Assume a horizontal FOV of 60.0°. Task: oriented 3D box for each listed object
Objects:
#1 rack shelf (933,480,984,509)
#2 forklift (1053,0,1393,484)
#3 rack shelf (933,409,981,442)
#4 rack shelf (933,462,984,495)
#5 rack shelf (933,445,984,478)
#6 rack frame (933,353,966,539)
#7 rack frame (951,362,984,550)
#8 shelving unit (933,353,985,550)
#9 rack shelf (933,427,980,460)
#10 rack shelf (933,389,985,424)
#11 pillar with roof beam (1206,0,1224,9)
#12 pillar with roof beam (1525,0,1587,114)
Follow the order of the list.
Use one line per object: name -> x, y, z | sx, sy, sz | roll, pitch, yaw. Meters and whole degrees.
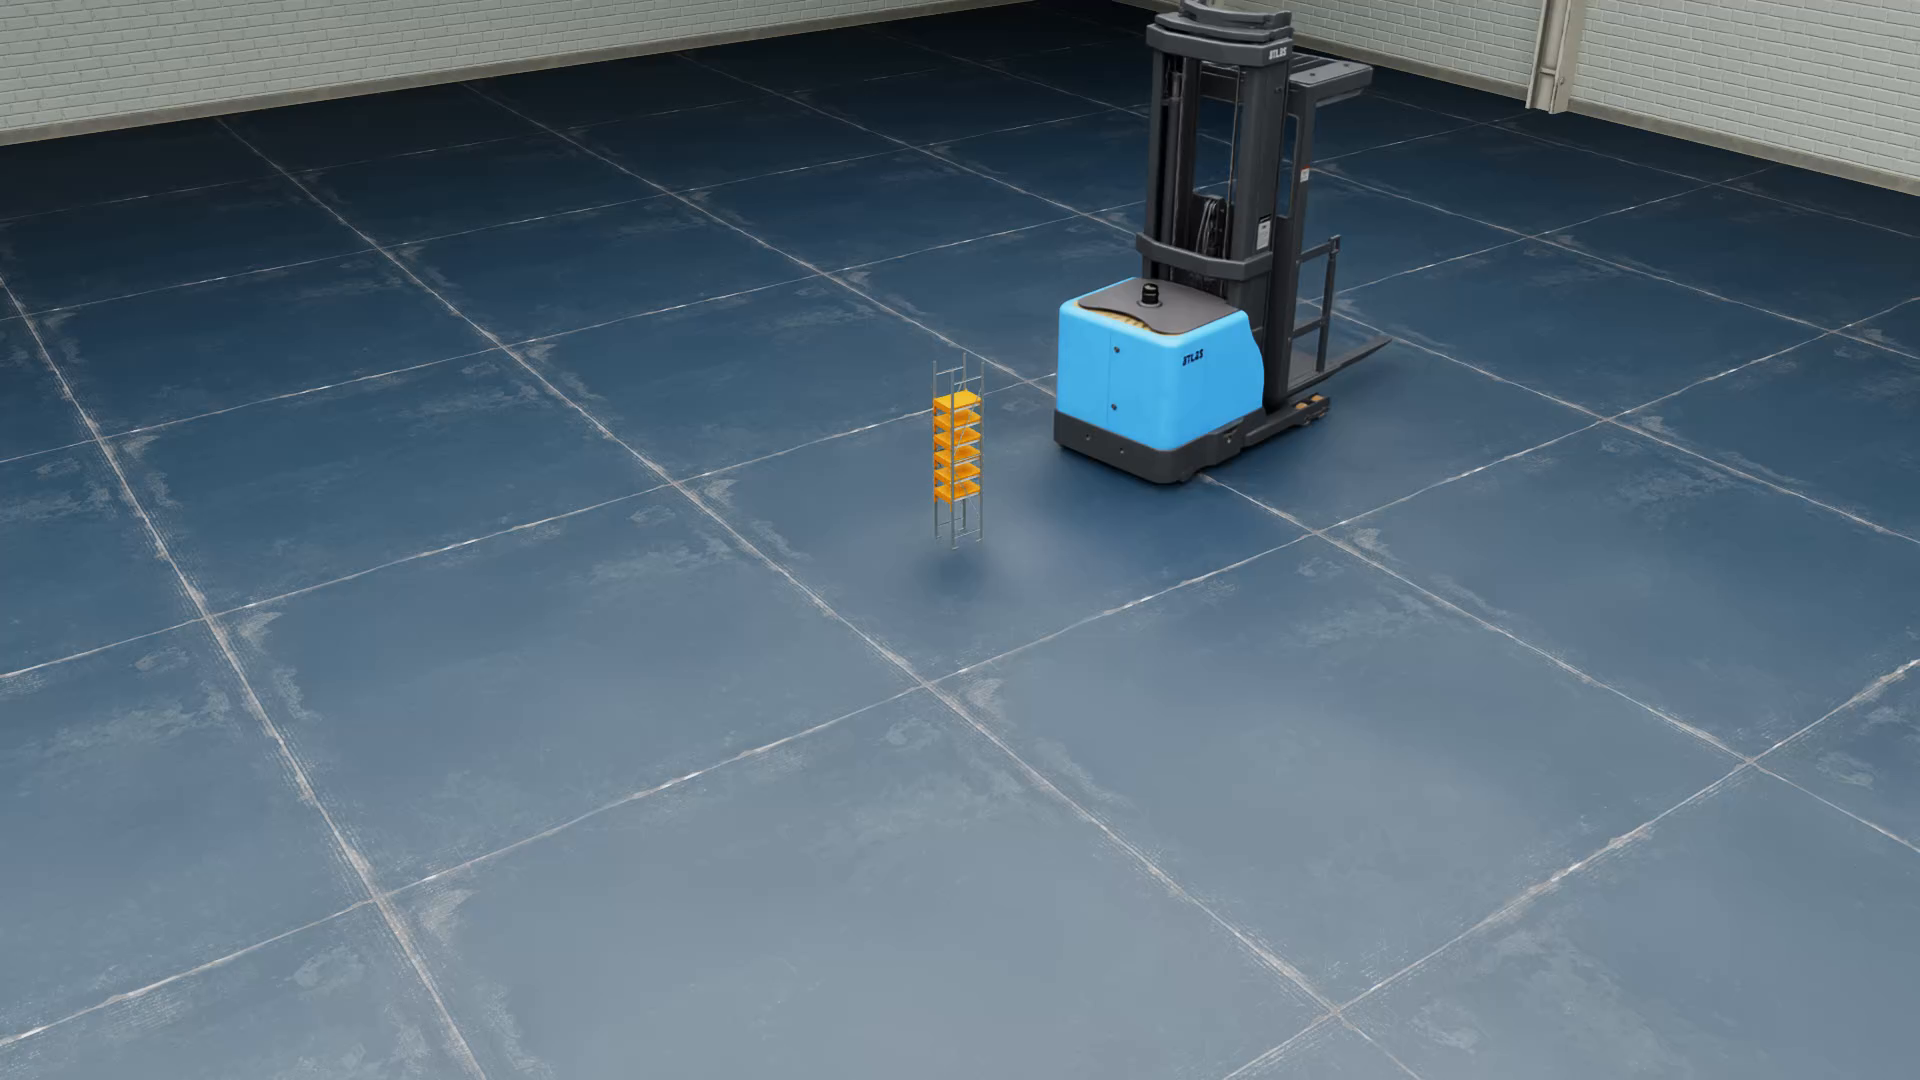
rack shelf -> -0.008, -0.283, 10.336 | 0.258, 0.103, 0.180 | -19, 34, -31
forklift -> 2.052, -2.264, 11.574 | 3.031, 2.935, 1.130 | -25, 37, -38
rack shelf -> -0.008, -0.705, 10.107 | 0.258, 0.103, 0.180 | -19, 34, -31
rack shelf -> -0.008, -0.388, 10.279 | 0.258, 0.103, 0.180 | -19, 34, -31
rack shelf -> -0.008, -0.494, 10.222 | 0.258, 0.103, 0.180 | -19, 34, -31
rack frame -> -0.061, -0.568, 10.266 | 0.240, 1.200, 0.006 | -19, 34, -31
rack frame -> 0.045, -0.497, 10.135 | 0.240, 1.200, 0.006 | -19, 34, -31
shelving unit -> -0.008, -0.533, 10.201 | 0.258, 1.200, 0.189 | -19, 34, -31
rack shelf -> -0.008, -0.599, 10.165 | 0.258, 0.103, 0.180 | -19, 34, -31
rack shelf -> -0.008, -0.810, 10.050 | 0.258, 0.103, 0.180 | -19, 34, -31
pillar with roof beam -> 0.083, -10.290, 19.995 | 9.100, 9.000, 0.400 | -19, 34, -31
pillar with roof beam -> 3.564, -7.957, 15.700 | 9.100, 9.000, 0.400 | -19, 34, -31
